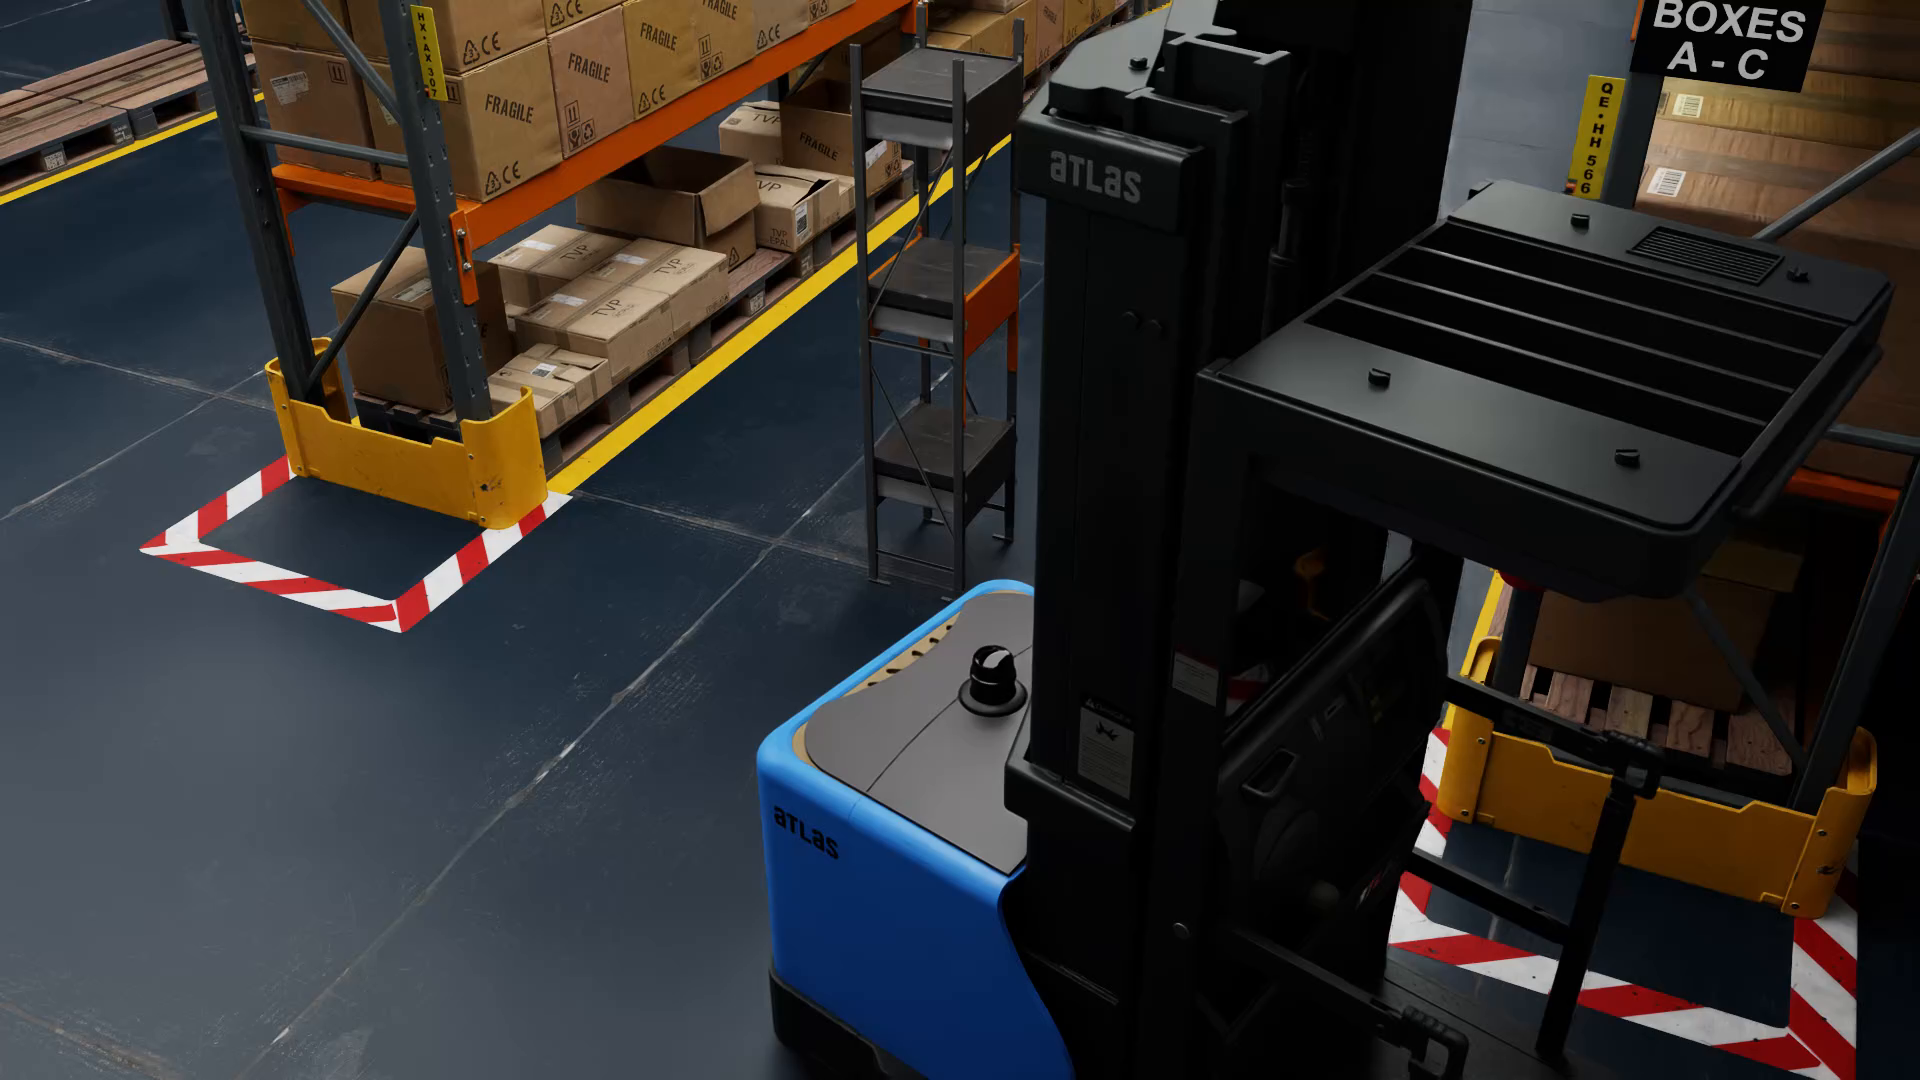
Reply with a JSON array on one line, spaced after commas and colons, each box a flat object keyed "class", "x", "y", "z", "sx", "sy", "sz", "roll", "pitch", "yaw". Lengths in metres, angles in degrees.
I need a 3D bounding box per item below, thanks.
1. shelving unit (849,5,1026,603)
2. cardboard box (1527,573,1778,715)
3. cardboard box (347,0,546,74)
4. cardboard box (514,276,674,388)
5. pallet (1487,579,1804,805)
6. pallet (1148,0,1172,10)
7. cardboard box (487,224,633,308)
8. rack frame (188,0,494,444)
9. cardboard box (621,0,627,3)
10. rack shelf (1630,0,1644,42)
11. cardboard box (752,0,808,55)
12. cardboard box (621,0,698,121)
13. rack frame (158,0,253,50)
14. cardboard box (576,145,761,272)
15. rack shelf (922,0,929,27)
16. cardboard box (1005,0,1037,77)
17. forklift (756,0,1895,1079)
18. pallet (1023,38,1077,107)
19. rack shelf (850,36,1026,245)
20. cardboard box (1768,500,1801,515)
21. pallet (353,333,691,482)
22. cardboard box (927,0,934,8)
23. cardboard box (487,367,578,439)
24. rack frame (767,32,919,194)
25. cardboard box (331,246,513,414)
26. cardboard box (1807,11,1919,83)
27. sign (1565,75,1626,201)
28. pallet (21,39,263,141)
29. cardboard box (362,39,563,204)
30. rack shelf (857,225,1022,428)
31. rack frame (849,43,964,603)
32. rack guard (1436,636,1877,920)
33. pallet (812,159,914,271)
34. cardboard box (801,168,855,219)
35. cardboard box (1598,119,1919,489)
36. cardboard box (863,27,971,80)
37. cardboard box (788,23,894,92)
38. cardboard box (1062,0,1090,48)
[{"class": "shelving unit", "x": -0.069, "y": -0.796, "z": 6.049, "sx": 0.431, "sy": 2.100, "sz": 0.503, "roll": 14, "pitch": 36, "yaw": 20}, {"class": "cardboard box", "x": 2.349, "y": 0.168, "z": 5.655, "sx": 0.700, "sy": 0.500, "sz": 0.500, "roll": 14, "pitch": 36, "yaw": 20}, {"class": "cardboard box", "x": -1.929, "y": -2.085, "z": 6.192, "sx": 0.500, "sy": 0.500, "sz": 0.500, "roll": 15, "pitch": 36, "yaw": 22}, {"class": "cardboard box", "x": -1.660, "y": -0.954, "z": 7.576, "sx": 0.500, "sy": 0.250, "sz": 0.500, "roll": 14, "pitch": 36, "yaw": 20}, {"class": "pallet", "x": 2.410, "y": 0.420, "z": 5.918, "sx": 1.003, "sy": 0.211, "sz": 1.213, "roll": 14, "pitch": 36, "yaw": 20}, {"class": "pallet", "x": 1.373, "y": -4.684, "z": 13.701, "sx": 1.003, "sy": 0.211, "sz": 1.213, "roll": 14, "pitch": 36, "yaw": 20}, {"class": "cardboard box", "x": -1.925, "y": -1.293, "z": 8.092, "sx": 0.500, "sy": 0.250, "sz": 0.500, "roll": 14, "pitch": 36, "yaw": 20}, {"class": "rack frame", "x": -2.354, "y": -1.465, "z": 6.249, "sx": 1.000, "sy": 3.000, "sz": 0.127, "roll": 14, "pitch": 36, "yaw": 20}, {"class": "cardboard box", "x": -1.503, "y": -2.596, "z": 6.970, "sx": 0.500, "sy": 0.500, "sz": 0.500, "roll": 15, "pitch": 36, "yaw": 21}, {"class": "rack shelf", "x": 2.984, "y": -2.280, "z": 5.412, "sx": 1.077, "sy": 0.370, "sz": 4.000, "roll": 14, "pitch": 36, "yaw": 20}, {"class": "cardboard box", "x": -1.084, "y": -2.678, "z": 8.007, "sx": 0.500, "sy": 0.500, "sz": 0.500, "roll": 15, "pitch": 36, "yaw": 22}, {"class": "cardboard box", "x": -1.505, "y": -2.175, "z": 7.240, "sx": 0.500, "sy": 0.500, "sz": 0.500, "roll": 14, "pitch": 36, "yaw": 20}, {"class": "rack frame", "x": -5.178, "y": -4.595, "z": 11.023, "sx": 1.000, "sy": 3.000, "sz": 0.127, "roll": 14, "pitch": 36, "yaw": 20}, {"class": "cardboard box", "x": -1.462, "y": -1.660, "z": 8.422, "sx": 0.797, "sy": 0.503, "sz": 0.637, "roll": 14, "pitch": 36, "yaw": 20}, {"class": "rack shelf", "x": 0.156, "y": -4.152, "z": 11.003, "sx": 1.077, "sy": 0.370, "sz": 4.000, "roll": 14, "pitch": 36, "yaw": 20}, {"class": "cardboard box", "x": 0.172, "y": -3.296, "z": 10.920, "sx": 0.500, "sy": 0.500, "sz": 0.500, "roll": 15, "pitch": 36, "yaw": 21}, {"class": "forklift", "x": 0.950, "y": 0.471, "z": 3.359, "sx": 3.031, "sy": 2.935, "sz": 1.130, "roll": 24, "pitch": 40, "yaw": 32}, {"class": "pallet", "x": 0.135, "y": -3.315, "z": 11.613, "sx": 1.003, "sy": 0.211, "sz": 1.213, "roll": 14, "pitch": 36, "yaw": 20}, {"class": "rack shelf", "x": -0.069, "y": -1.370, "z": 5.672, "sx": 0.431, "sy": 0.518, "sz": 0.480, "roll": 14, "pitch": 36, "yaw": 20}, {"class": "cardboard box", "x": 2.689, "y": -0.248, "z": 5.698, "sx": 0.380, "sy": 0.149, "sz": 0.250, "roll": 14, "pitch": 36, "yaw": 21}, {"class": "pallet", "x": -1.989, "y": -0.734, "z": 7.677, "sx": 1.003, "sy": 0.211, "sz": 1.213, "roll": 14, "pitch": 36, "yaw": 20}, {"class": "cardboard box", "x": -0.310, "y": -3.401, "z": 11.080, "sx": 0.500, "sy": 0.500, "sz": 0.500, "roll": 15, "pitch": 36, "yaw": 21}, {"class": "cardboard box", "x": -1.867, "y": -0.587, "z": 7.108, "sx": 0.380, "sy": 0.149, "sz": 0.250, "roll": 14, "pitch": 36, "yaw": 20}, {"class": "rack frame", "x": -0.680, "y": -3.457, "z": 9.287, "sx": 1.000, "sy": 3.000, "sz": 0.127, "roll": 14, "pitch": 36, "yaw": 20}, {"class": "cardboard box", "x": -2.350, "y": -0.931, "z": 7.313, "sx": 0.500, "sy": 0.500, "sz": 0.500, "roll": 14, "pitch": 36, "yaw": 20}, {"class": "cardboard box", "x": 2.973, "y": -1.455, "z": 5.959, "sx": 0.980, "sy": 0.700, "sz": 0.700, "roll": 12, "pitch": 35, "yaw": 18}, {"class": "sign", "x": 1.660, "y": -1.045, "z": 4.336, "sx": 0.100, "sy": 0.325, "sz": 0.005, "roll": 14, "pitch": 36, "yaw": 20}, {"class": "pallet", "x": -5.450, "y": -3.054, "z": 11.215, "sx": 1.003, "sy": 0.211, "sz": 1.213, "roll": 14, "pitch": 36, "yaw": 20}, {"class": "cardboard box", "x": -1.929, "y": -1.667, "z": 6.466, "sx": 0.500, "sy": 0.500, "sz": 0.500, "roll": 15, "pitch": 36, "yaw": 21}, {"class": "rack shelf", "x": -0.069, "y": -0.784, "z": 6.056, "sx": 0.431, "sy": 0.518, "sz": 0.480, "roll": 14, "pitch": 36, "yaw": 20}, {"class": "rack frame", "x": -0.171, "y": -0.674, "z": 5.863, "sx": 0.400, "sy": 2.100, "sz": 0.015, "roll": 14, "pitch": 36, "yaw": 20}, {"class": "rack guard", "x": 2.137, "y": 0.727, "z": 5.186, "sx": 1.175, "sy": 0.500, "sz": 0.348, "roll": 14, "pitch": 36, "yaw": 20}, {"class": "pallet", "x": -0.969, "y": -1.949, "z": 9.530, "sx": 1.003, "sy": 0.211, "sz": 1.213, "roll": 14, "pitch": 36, "yaw": 20}, {"class": "cardboard box", "x": -0.764, "y": -1.900, "z": 9.110, "sx": 0.380, "sy": 0.149, "sz": 0.250, "roll": 14, "pitch": 36, "yaw": 20}, {"class": "cardboard box", "x": 2.351, "y": -0.712, "z": 4.827, "sx": 0.980, "sy": 0.700, "sz": 0.700, "roll": 16, "pitch": 36, "yaw": 23}, {"class": "cardboard box", "x": -0.257, "y": -2.781, "z": 10.134, "sx": 0.500, "sy": 0.500, "sz": 0.500, "roll": 13, "pitch": 35, "yaw": 18}, {"class": "cardboard box", "x": -0.734, "y": -2.907, "z": 10.327, "sx": 0.500, "sy": 0.500, "sz": 0.500, "roll": 14, "pitch": 36, "yaw": 20}, {"class": "cardboard box", "x": 0.598, "y": -3.811, "z": 11.704, "sx": 0.500, "sy": 0.500, "sz": 0.500, "roll": 13, "pitch": 35, "yaw": 19}]
